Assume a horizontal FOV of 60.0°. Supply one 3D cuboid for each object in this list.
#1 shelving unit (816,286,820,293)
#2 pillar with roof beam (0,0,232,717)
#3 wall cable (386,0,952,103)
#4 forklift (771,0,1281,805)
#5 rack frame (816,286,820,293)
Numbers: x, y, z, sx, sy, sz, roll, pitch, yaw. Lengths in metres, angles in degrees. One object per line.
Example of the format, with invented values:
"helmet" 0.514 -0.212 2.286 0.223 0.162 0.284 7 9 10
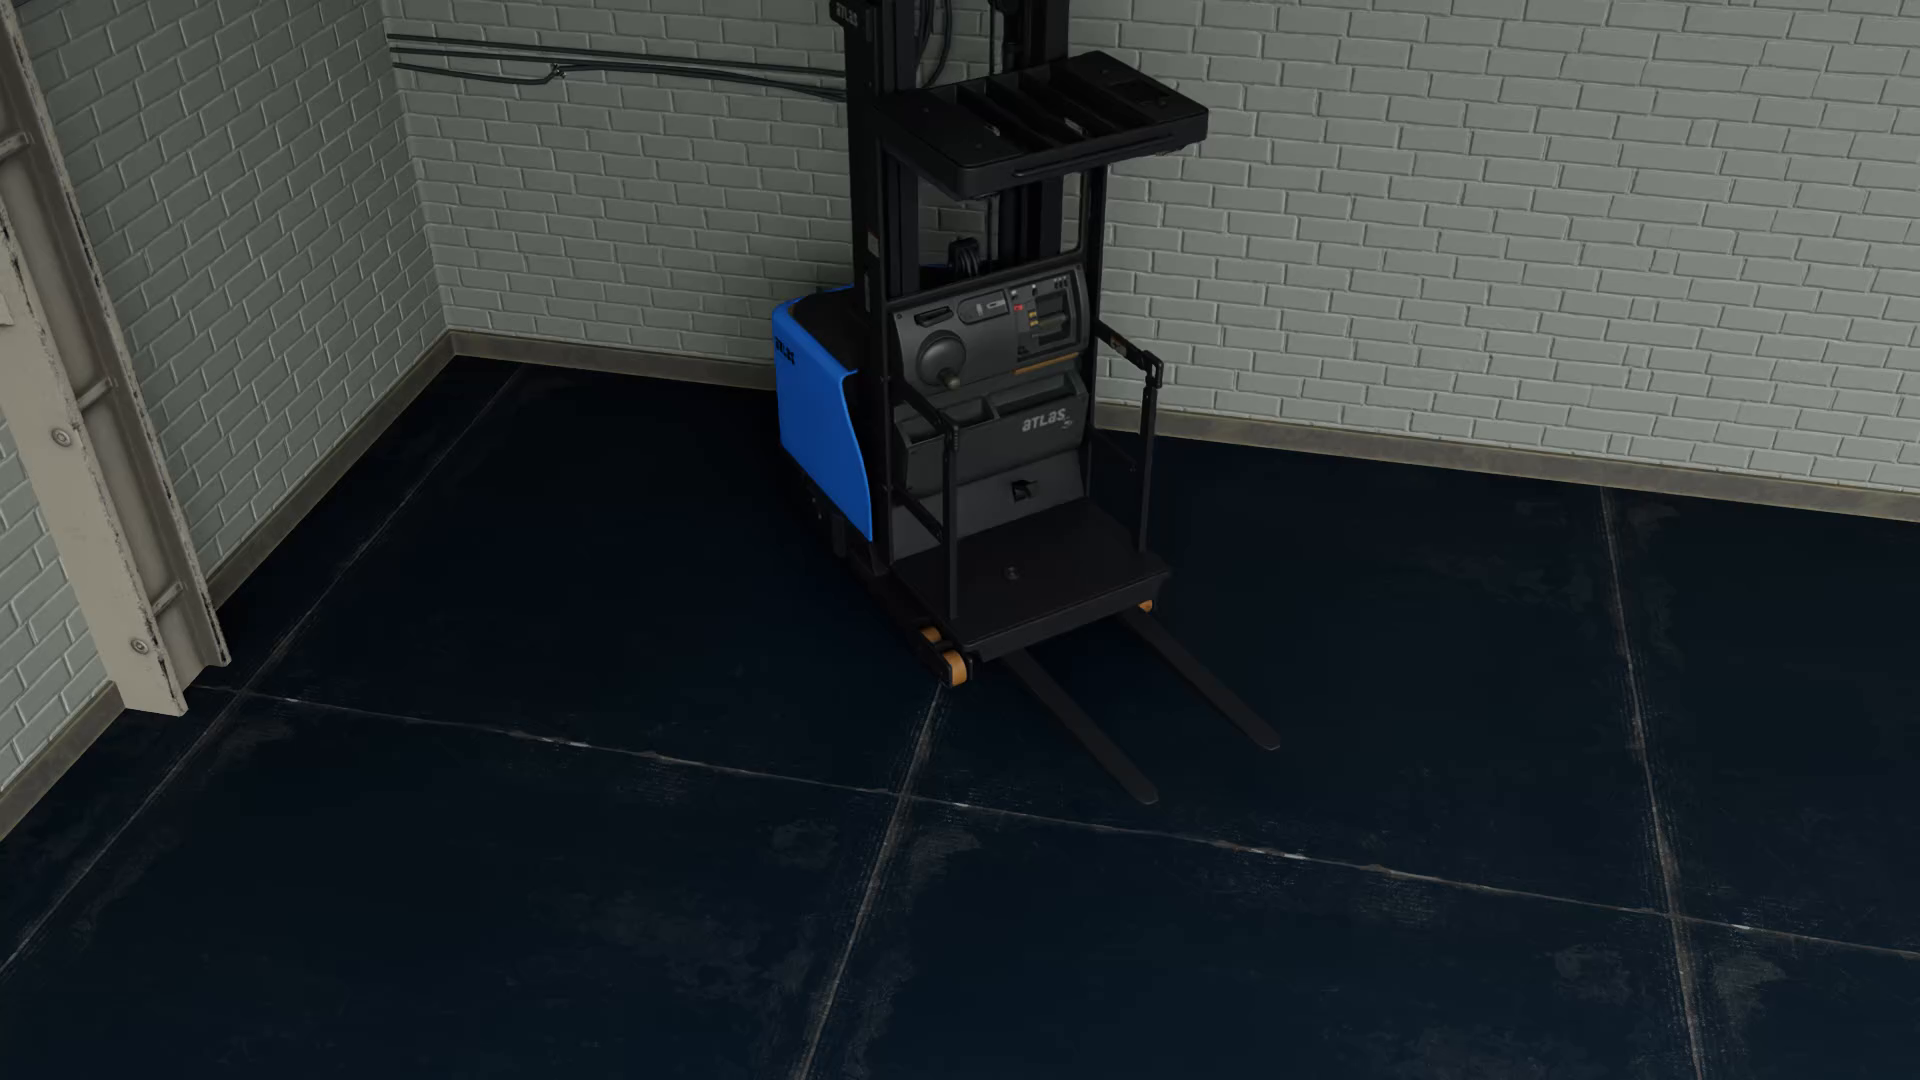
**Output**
"shelving unit" -0.691 -0.849 8.655 0.258 0.900 0.210 21 41 26
"pillar with roof beam" 0.729 -2.473 3.994 9.100 9.000 0.400 7 37 10
"wall cable" -1.556 -3.278 7.751 3.097 2.526 0.112 7 37 10
"forklift" 0.252 -0.846 6.919 1.130 2.935 3.031 -19 40 -24
"rack frame" -0.635 -0.899 8.724 0.240 0.900 0.006 21 41 26
